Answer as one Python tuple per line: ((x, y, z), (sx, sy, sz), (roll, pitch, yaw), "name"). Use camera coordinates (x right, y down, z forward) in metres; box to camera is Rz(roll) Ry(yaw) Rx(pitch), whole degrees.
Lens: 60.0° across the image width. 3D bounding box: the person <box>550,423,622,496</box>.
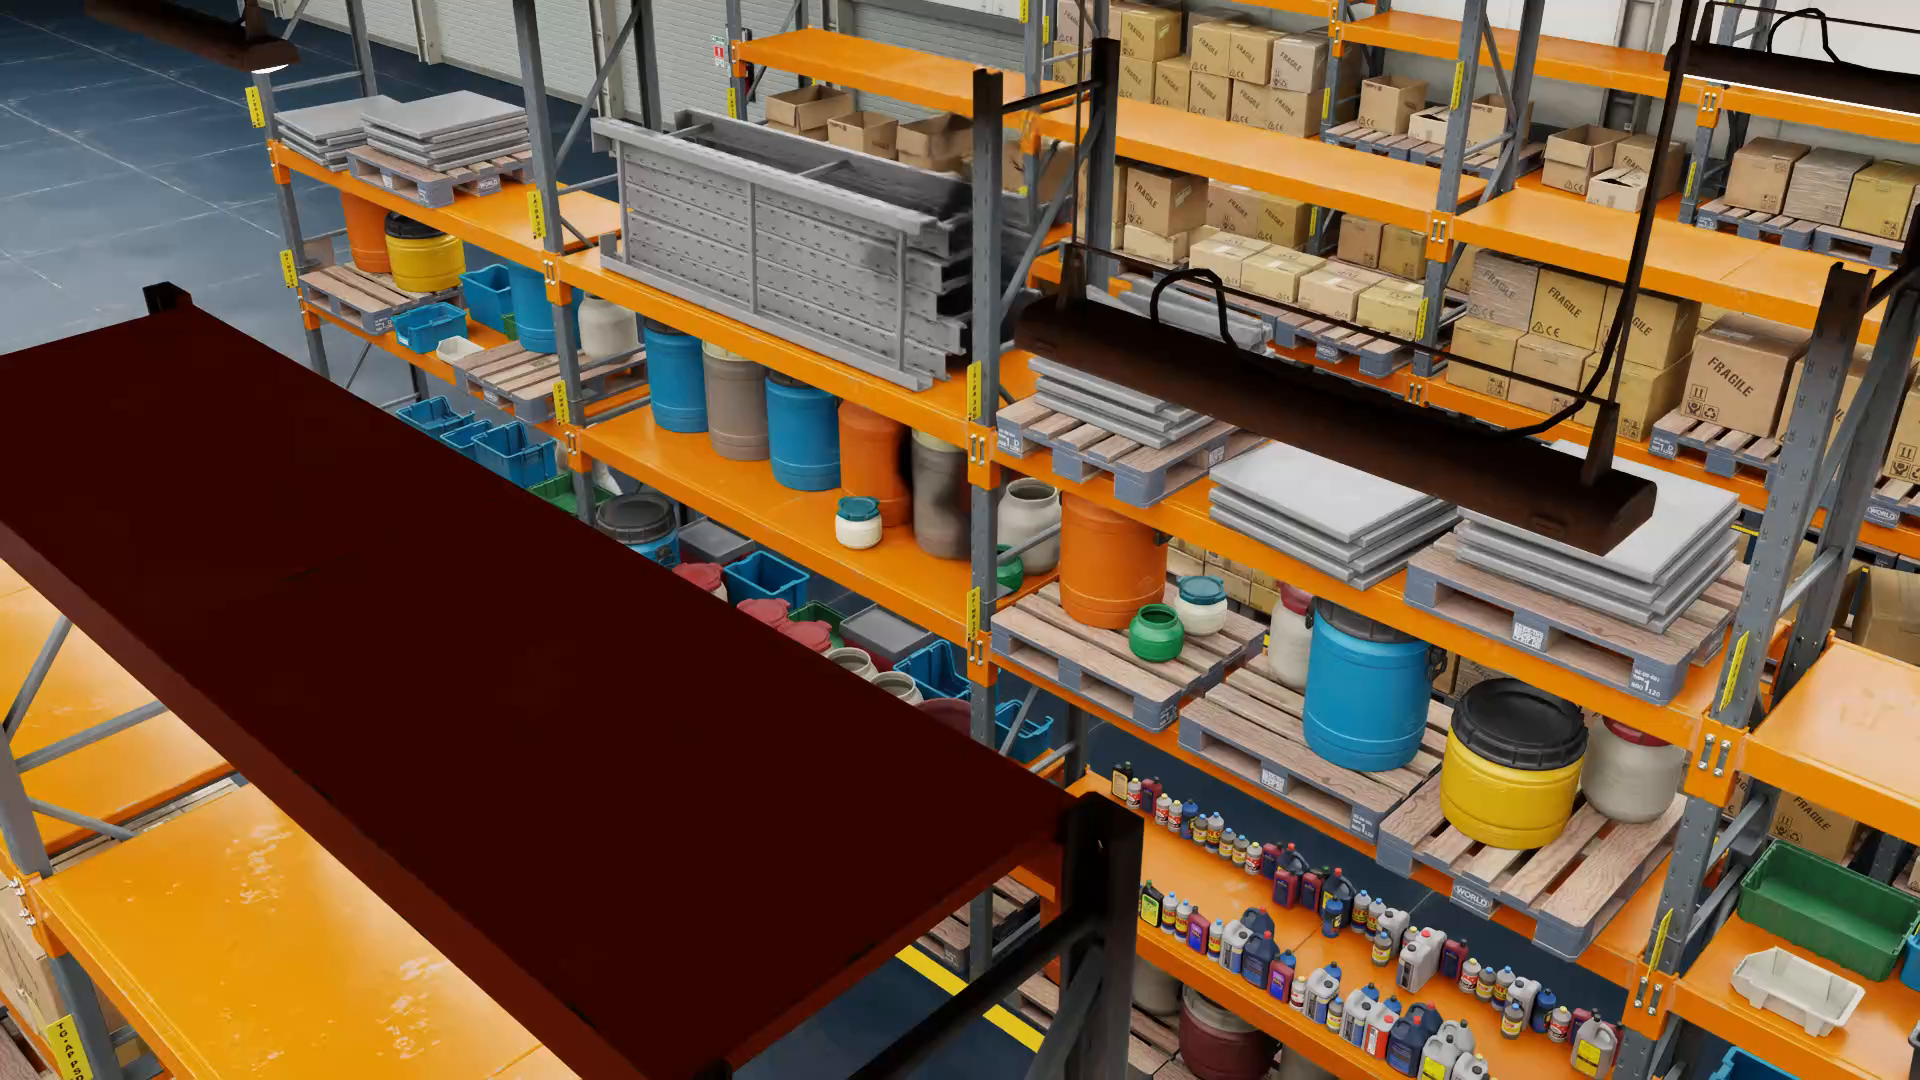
((-3.628, -0.889, 16.019), (0.984, 1.837, 0.727), (26, 38, 38), "person")
